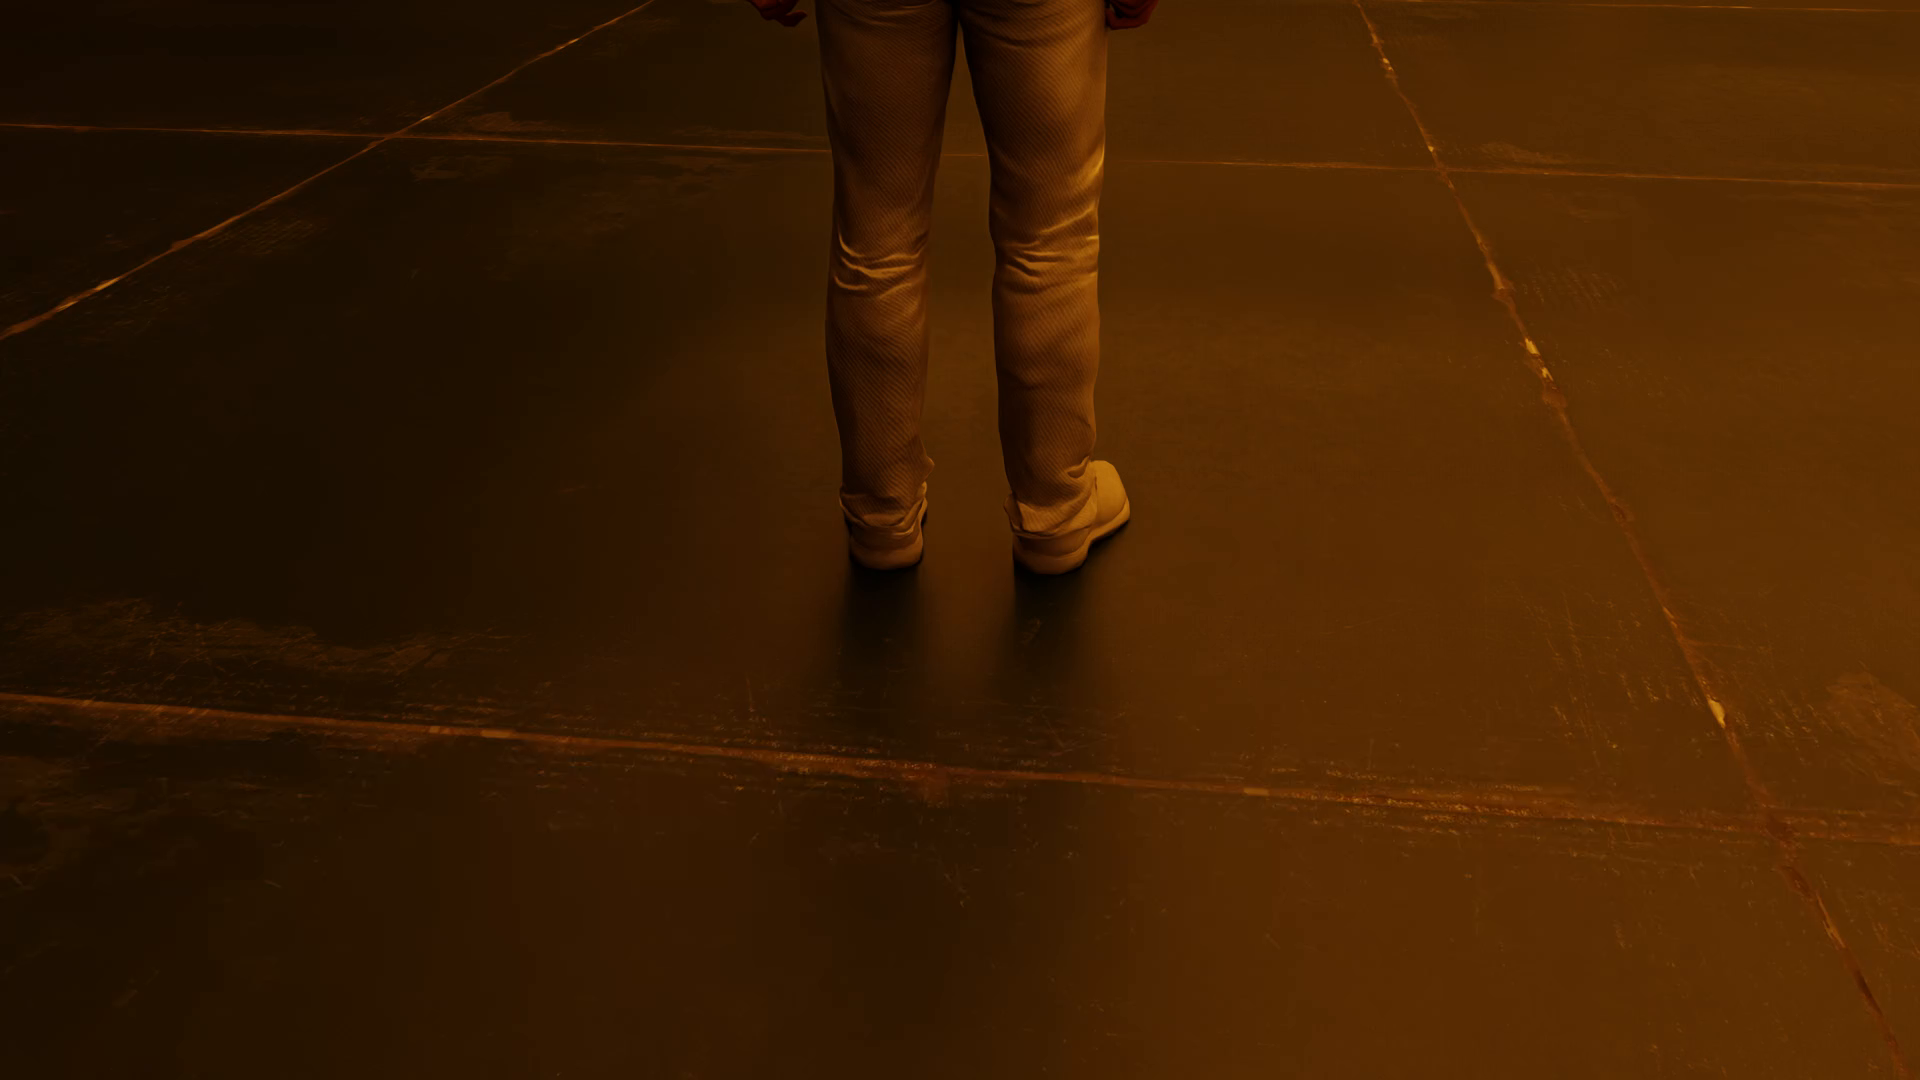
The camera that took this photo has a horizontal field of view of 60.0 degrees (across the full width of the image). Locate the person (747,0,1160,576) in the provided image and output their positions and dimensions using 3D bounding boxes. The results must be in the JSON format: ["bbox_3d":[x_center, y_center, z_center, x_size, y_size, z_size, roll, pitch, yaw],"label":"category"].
[{"bbox_3d":[-0.010,-0.792,2.109,0.556,1.770,0.388,3,27,7],"label":"person"}]
